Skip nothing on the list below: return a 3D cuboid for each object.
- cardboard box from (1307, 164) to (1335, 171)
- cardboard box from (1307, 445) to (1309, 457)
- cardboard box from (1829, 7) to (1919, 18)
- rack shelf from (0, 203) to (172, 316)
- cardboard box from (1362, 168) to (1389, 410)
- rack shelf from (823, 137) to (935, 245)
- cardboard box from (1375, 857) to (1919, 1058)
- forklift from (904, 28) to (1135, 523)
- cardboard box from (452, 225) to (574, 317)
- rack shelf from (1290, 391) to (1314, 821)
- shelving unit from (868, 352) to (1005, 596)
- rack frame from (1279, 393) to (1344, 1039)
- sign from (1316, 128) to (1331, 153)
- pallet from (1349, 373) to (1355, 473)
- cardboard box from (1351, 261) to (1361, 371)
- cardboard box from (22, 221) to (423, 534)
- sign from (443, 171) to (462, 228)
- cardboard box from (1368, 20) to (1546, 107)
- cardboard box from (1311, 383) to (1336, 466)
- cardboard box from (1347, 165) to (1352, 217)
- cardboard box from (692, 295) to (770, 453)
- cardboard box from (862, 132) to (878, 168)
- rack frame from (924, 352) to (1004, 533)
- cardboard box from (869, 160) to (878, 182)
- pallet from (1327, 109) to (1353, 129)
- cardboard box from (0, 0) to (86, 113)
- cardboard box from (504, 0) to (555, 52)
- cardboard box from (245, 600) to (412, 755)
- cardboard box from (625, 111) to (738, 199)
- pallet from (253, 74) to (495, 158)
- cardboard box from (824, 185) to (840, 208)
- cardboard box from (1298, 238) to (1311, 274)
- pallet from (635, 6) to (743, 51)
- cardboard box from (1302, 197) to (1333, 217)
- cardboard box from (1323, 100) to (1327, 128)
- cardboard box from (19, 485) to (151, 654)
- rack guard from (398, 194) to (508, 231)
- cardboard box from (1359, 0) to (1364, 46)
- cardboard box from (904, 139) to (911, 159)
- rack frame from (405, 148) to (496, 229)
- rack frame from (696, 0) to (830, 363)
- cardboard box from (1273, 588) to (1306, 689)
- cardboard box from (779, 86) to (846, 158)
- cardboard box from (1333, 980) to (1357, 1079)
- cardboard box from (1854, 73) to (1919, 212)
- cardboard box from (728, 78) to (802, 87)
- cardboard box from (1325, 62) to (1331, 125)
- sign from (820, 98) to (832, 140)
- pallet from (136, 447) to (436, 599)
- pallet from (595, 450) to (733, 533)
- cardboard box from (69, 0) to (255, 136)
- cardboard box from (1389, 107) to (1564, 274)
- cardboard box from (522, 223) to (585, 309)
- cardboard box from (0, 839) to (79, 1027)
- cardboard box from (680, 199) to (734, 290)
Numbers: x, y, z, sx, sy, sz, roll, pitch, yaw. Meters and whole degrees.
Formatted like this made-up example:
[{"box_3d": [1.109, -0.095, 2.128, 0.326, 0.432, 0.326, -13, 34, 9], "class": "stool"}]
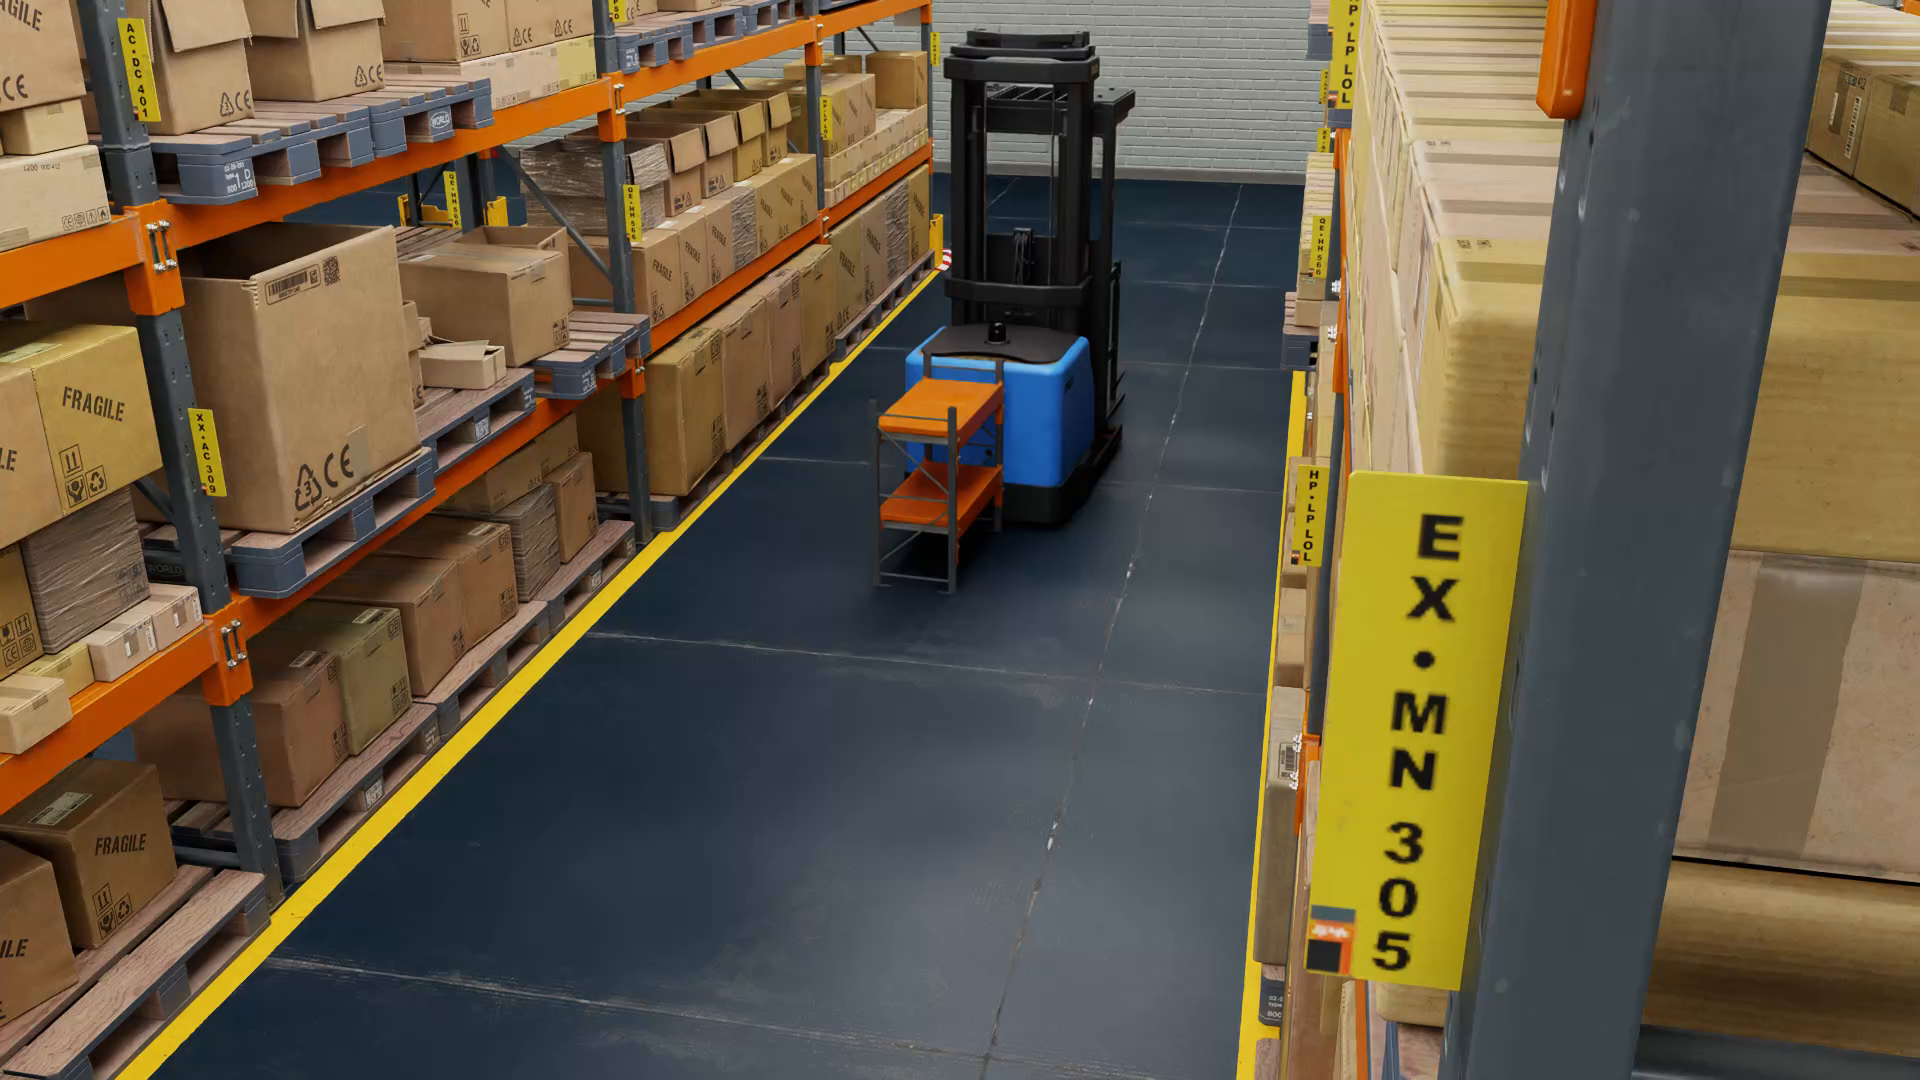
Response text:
[{"box_3d": [2.601, -2.509, 11.546, 0.380, 0.149, 0.250, 5, 22, 11], "class": "cardboard box"}, {"box_3d": [2.299, -0.293, 9.849, 0.500, 0.500, 0.500, 4, 22, 11], "class": "cardboard box"}, {"box_3d": [1.687, -0.986, 3.345, 0.380, 0.149, 0.250, 5, 22, 12], "class": "cardboard box"}, {"box_3d": [-3.638, -0.275, 3.969, 1.077, 0.370, 4.000, 4, 22, 11], "class": "rack shelf"}, {"box_3d": [0.821, -0.339, 2.271, 0.500, 0.250, 0.500, 4, 22, 11], "class": "cardboard box"}, {"box_3d": [-1.190, -3.272, 15.427, 1.077, 0.370, 4.000, 4, 22, 11], "class": "rack shelf"}, {"box_3d": [0.525, 0.266, 1.304, 0.380, 0.149, 0.250, 4, 22, 11], "class": "cardboard box"}, {"box_3d": [0.543, -1.986, 11.361, 1.130, 2.935, 3.031, 6, 23, 15], "class": "forklift"}, {"box_3d": [-2.485, -1.452, 9.249, 0.500, 0.500, 0.500, 2, 22, 4], "class": "cardboard box"}, {"box_3d": [2.013, 0.068, 7.131, 1.077, 0.370, 4.000, 4, 22, 11], "class": "rack shelf"}, {"box_3d": [-0.121, -0.416, 9.881, 0.538, 1.125, 1.048, 6, 23, 15], "class": "shelving unit"}, {"box_3d": [1.605, 0.466, 5.181, 1.000, 3.000, 0.127, 4, 22, 11], "class": "rack frame"}, {"box_3d": [2.704, -2.900, 12.380, 0.100, 0.325, 0.005, 4, 22, 11], "class": "sign"}, {"box_3d": [1.176, -0.141, 2.792, 1.003, 0.211, 1.213, 4, 22, 11], "class": "pallet"}, {"box_3d": [0.887, -0.386, 2.923, 0.380, 0.149, 0.250, 5, 22, 12], "class": "cardboard box"}, {"box_3d": [-2.931, -0.702, 6.716, 1.000, 1.000, 1.000, 5, 22, 11], "class": "cardboard box"}, {"box_3d": [-2.958, -1.990, 9.730, 0.100, 0.325, 0.005, 4, 22, 11], "class": "sign"}, {"box_3d": [0.939, -0.847, 2.999, 0.380, 0.149, 0.250, 4, 22, 11], "class": "cardboard box"}, {"box_3d": [1.757, -0.347, 7.066, 0.500, 0.500, 0.500, 4, 22, 10], "class": "cardboard box"}, {"box_3d": [1.147, -0.848, 4.069, 0.380, 0.149, 0.250, 5, 22, 11], "class": "cardboard box"}, {"box_3d": [-2.063, -1.197, 11.593, 1.225, 0.875, 0.875, 5, 22, 11], "class": "cardboard box"}, {"box_3d": [-1.039, -3.466, 14.748, 0.500, 0.250, 0.500, 5, 22, 12], "class": "cardboard box"}, {"box_3d": [0.021, -0.599, 10.334, 0.500, 1.125, 0.032, 6, 23, 15], "class": "rack frame"}, {"box_3d": [-0.948, -3.315, 14.906, 0.380, 0.149, 0.250, 5, 22, 12], "class": "cardboard box"}, {"box_3d": [2.341, -2.061, 7.693, 1.213, 0.211, 1.003, 6, 23, 13], "class": "pallet"}, {"box_3d": [-3.072, -1.573, 5.027, 0.500, 0.500, 0.500, 4, 22, 9], "class": "cardboard box"}, {"box_3d": [-2.361, -2.700, 8.223, 0.500, 0.500, 0.500, 4, 22, 11], "class": "cardboard box"}, {"box_3d": [-2.968, 0.611, 7.579, 0.700, 0.500, 0.500, 4, 22, 11], "class": "cardboard box"}, {"box_3d": [-1.983, -2.674, 11.500, 0.797, 0.503, 0.637, 5, 23, 13], "class": "cardboard box"}, {"box_3d": [-2.791, -1.850, 7.169, 1.213, 0.211, 1.003, 4, 22, 11], "class": "pallet"}, {"box_3d": [-1.212, -2.841, 13.729, 0.380, 0.149, 0.250, 5, 22, 11], "class": "cardboard box"}, {"box_3d": [2.072, -1.565, 9.202, 0.380, 0.149, 0.250, 4, 22, 9], "class": "cardboard box"}, {"box_3d": [-2.109, -3.364, 10.930, 1.003, 0.211, 1.213, 6, 23, 13], "class": "pallet"}, {"box_3d": [2.338, -2.038, 10.376, 0.380, 0.149, 0.250, 6, 23, 14], "class": "cardboard box"}, {"box_3d": [3.691, -3.964, 15.648, 0.500, 0.500, 0.500, 6, 23, 13], "class": "cardboard box"}, {"box_3d": [-3.383, 0.027, 5.740, 0.875, 0.500, 0.500, 4, 22, 11], "class": "cardboard box"}, {"box_3d": [-5.638, -3.565, 18.537, 1.175, 0.500, 0.348, 4, 22, 11], "class": "rack guard"}, {"box_3d": [1.198, -1.313, 4.155, 0.380, 0.149, 0.250, 5, 22, 11], "class": "cardboard box"}, {"box_3d": [-0.688, -3.787, 16.078, 0.380, 0.149, 0.250, 5, 22, 12], "class": "cardboard box"}, {"box_3d": [-5.630, -4.715, 18.046, 1.000, 3.000, 0.127, 4, 22, 11], "class": "rack frame"}, {"box_3d": [-1.598, -2.875, 13.476, 1.000, 3.000, 0.127, 4, 22, 11], "class": "rack frame"}, {"box_3d": [1.844, 0.729, 6.979, 1.050, 0.750, 0.750, 4, 22, 11], "class": "cardboard box"}, {"box_3d": [-1.250, -3.447, 13.695, 0.500, 0.500, 0.500, 4, 22, 11], "class": "cardboard box"}, {"box_3d": [0.924, 1.018, 2.165, 0.875, 0.550, 0.550, 4, 22, 11], "class": "cardboard box"}, {"box_3d": [1.429, -0.519, 2.186, 0.380, 0.149, 0.250, 4, 22, 10], "class": "cardboard box"}, {"box_3d": [-1.660, -3.662, 14.231, 0.500, 0.500, 0.500, 5, 22, 11], "class": "cardboard box"}, {"box_3d": [3.169, -3.490, 13.133, 0.500, 0.500, 0.500, 4, 22, 9], "class": "cardboard box"}, {"box_3d": [-1.065, -3.337, 13.181, 0.100, 0.325, 0.005, 4, 22, 11], "class": "sign"}, {"box_3d": [-2.932, -0.128, 6.914, 1.003, 0.211, 1.213, 4, 22, 11], "class": "pallet"}, {"box_3d": [-2.179, -0.401, 11.066, 1.003, 0.211, 1.213, 4, 22, 11], "class": "pallet"}, {"box_3d": [-3.037, -1.747, 5.961, 0.797, 0.503, 0.637, 3, 22, 8], "class": "cardboard box"}, {"box_3d": [0.681, -0.386, 1.854, 0.380, 0.149, 0.250, 5, 22, 12], "class": "cardboard box"}, {"box_3d": [-2.556, -1.658, 10.320, 0.500, 0.500, 0.500, 5, 23, 13], "class": "cardboard box"}, {"box_3d": [-3.461, 1.369, 5.723, 0.500, 0.500, 0.500, 12, 25, 28], "class": "cardboard box"}, {"box_3d": [-1.844, -1.992, 11.150, 0.500, 0.500, 0.500, 4, 22, 10], "class": "cardboard box"}]
